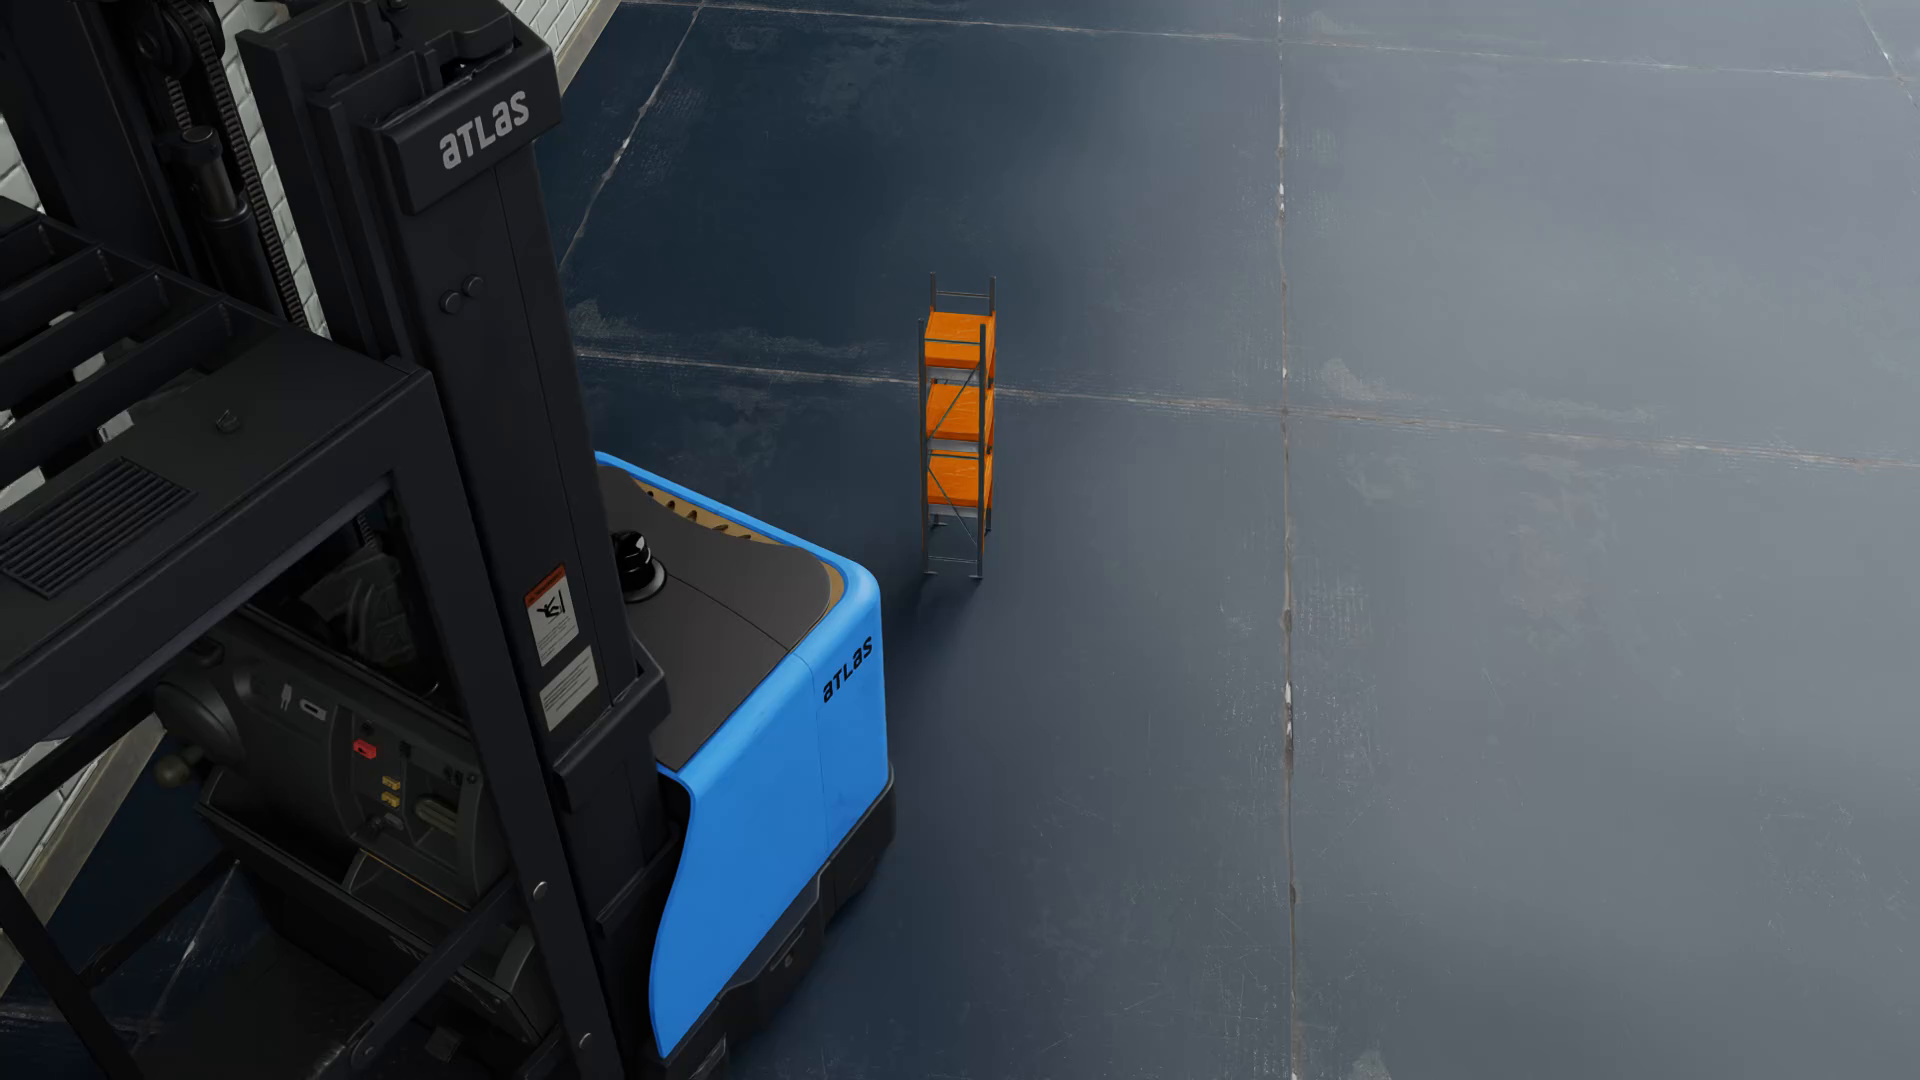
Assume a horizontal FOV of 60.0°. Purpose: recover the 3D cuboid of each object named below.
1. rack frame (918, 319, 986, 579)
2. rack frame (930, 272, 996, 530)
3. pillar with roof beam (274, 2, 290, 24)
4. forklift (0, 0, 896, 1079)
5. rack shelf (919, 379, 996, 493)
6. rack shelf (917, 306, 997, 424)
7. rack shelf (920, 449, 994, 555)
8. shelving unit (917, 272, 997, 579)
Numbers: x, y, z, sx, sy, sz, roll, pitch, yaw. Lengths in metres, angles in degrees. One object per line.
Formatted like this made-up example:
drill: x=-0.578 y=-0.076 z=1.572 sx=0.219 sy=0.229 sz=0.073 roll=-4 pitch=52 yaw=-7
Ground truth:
rack frame: x=-0.023 y=-0.262 z=5.263 sx=0.200 sy=1.050 sz=0.008 roll=5 pitch=44 yaw=6
rack frame: x=0.009 y=-0.428 z=5.438 sx=0.200 sy=1.050 sz=0.008 roll=5 pitch=44 yaw=6
pillar with roof beam: x=2.204 y=-3.655 z=3.066 sx=9.100 sy=9.000 sz=0.400 roll=5 pitch=44 yaw=6
forklift: x=-1.380 y=0.489 z=3.102 sx=1.130 sy=2.935 sz=3.031 roll=23 pitch=48 yaw=22
rack shelf: x=-0.007 y=-0.337 z=5.358 sx=0.215 sy=0.259 sz=0.240 roll=5 pitch=44 yaw=6
rack shelf: x=-0.007 y=-0.543 z=5.163 sx=0.215 sy=0.259 sz=0.240 roll=5 pitch=44 yaw=6
rack shelf: x=-0.007 y=-0.135 z=5.549 sx=0.215 sy=0.259 sz=0.240 roll=5 pitch=44 yaw=6
shelving unit: x=-0.007 y=-0.345 z=5.351 sx=0.215 sy=1.050 sz=0.252 roll=5 pitch=44 yaw=6
